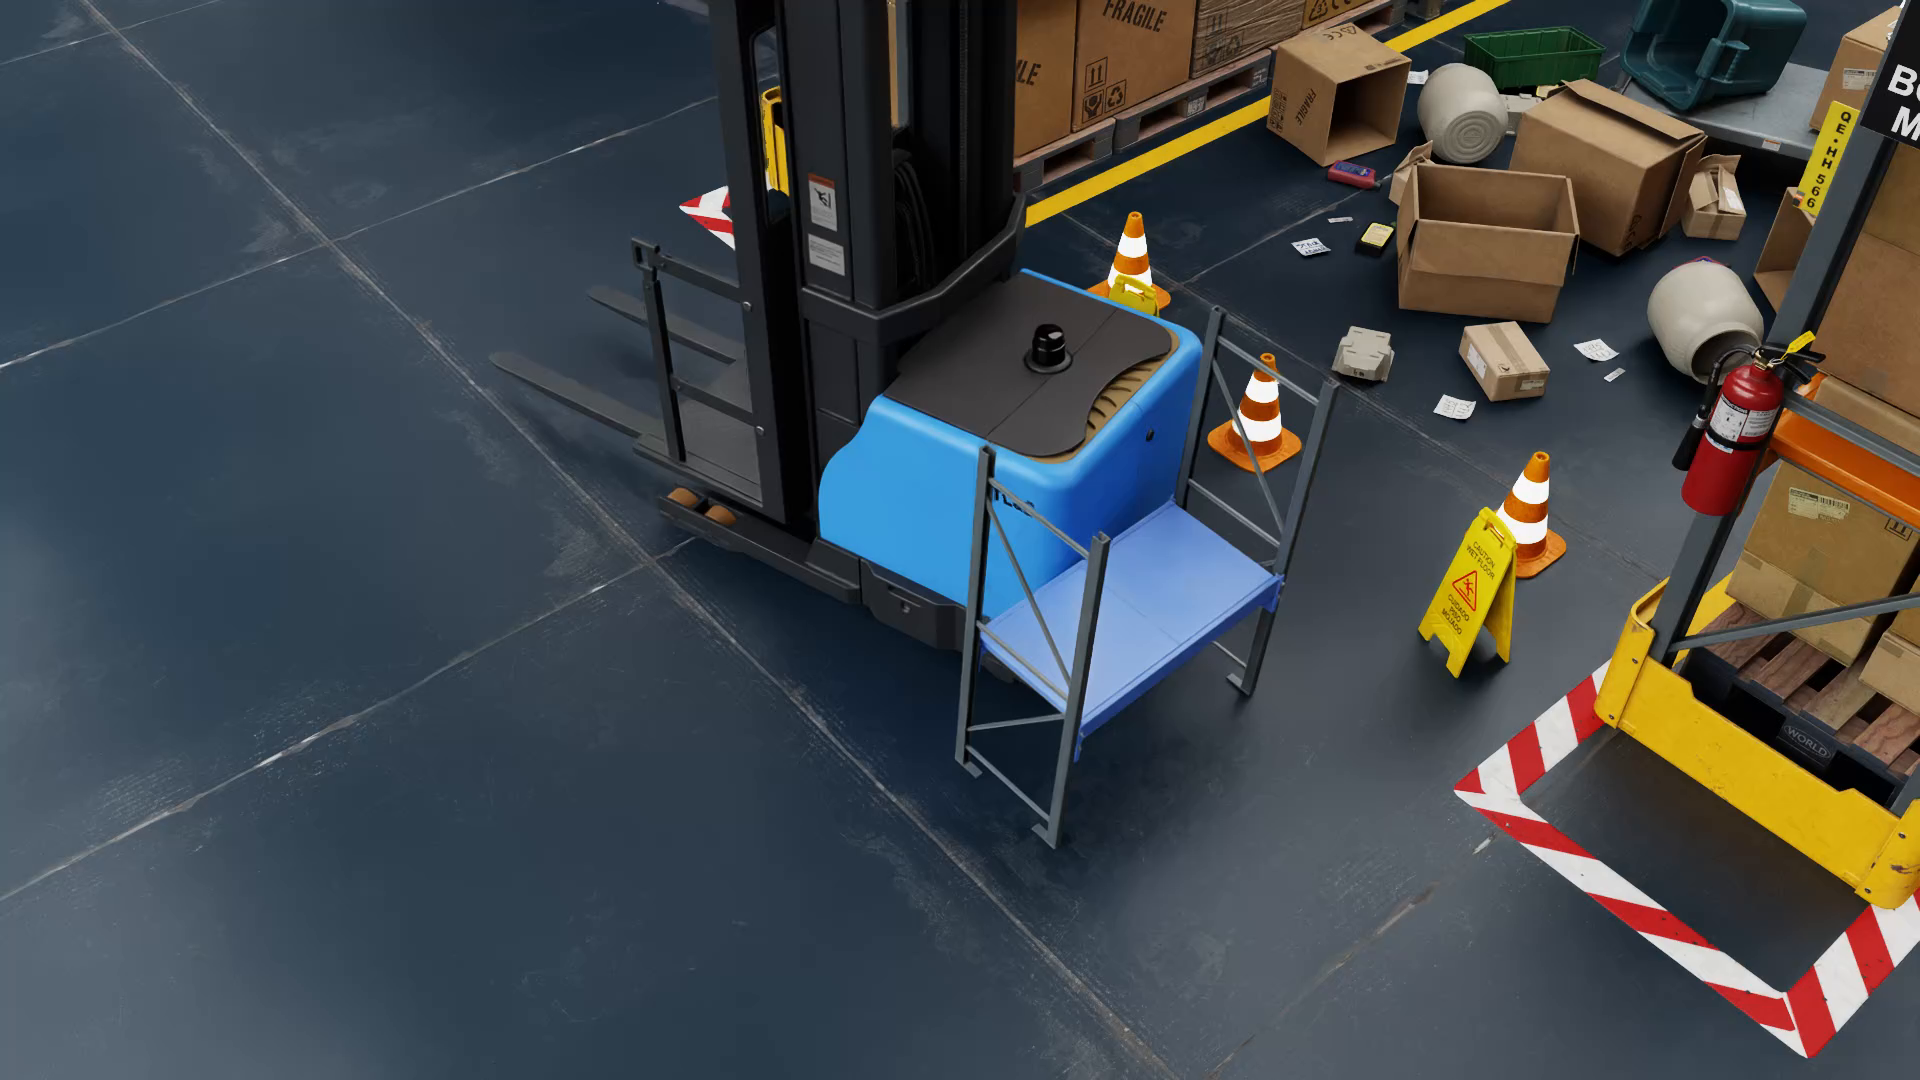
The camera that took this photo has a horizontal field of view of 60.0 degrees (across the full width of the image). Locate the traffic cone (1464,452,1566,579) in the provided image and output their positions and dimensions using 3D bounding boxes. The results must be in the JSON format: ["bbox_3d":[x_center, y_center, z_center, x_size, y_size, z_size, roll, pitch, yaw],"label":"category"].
[{"bbox_3d":[2.245,-0.153,6.574,0.334,0.463,0.336,-30,51,-28],"label":"traffic cone"}]

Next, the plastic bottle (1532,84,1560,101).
[{"bbox_3d":[3.314,-2.538,9.408,0.133,0.061,0.283,14,45,15],"label":"plastic bottle"}]

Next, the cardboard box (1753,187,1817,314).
[{"bbox_3d":[4.116,-1.302,7.769,0.500,0.500,0.500,0,43,0],"label":"cardboard box"}]

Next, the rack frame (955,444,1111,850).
[{"bbox_3d":[0.198,0.385,5.219,0.032,1.500,0.500,-32,56,-30],"label":"rack frame"}]

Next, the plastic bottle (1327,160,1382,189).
[{"bbox_3d":[2.090,-1.914,8.743,0.283,0.061,0.133,22,47,21],"label":"plastic bottle"}]

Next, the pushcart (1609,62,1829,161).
[{"bbox_3d":[4.310,-2.187,8.803,1.648,0.377,0.936,22,47,21],"label":"pushcart"}]

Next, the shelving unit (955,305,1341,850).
[{"bbox_3d":[0.571,0.149,5.471,1.048,1.500,0.538,-32,56,-30],"label":"shelving unit"}]

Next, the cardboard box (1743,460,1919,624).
[{"bbox_3d":[3.190,-0.124,5.845,0.500,0.500,0.500,-29,51,-28],"label":"cardboard box"}]

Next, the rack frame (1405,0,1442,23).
[{"bbox_3d":[2.558,-4.523,9.375,0.127,3.000,1.000,-30,51,-28],"label":"rack frame"}]

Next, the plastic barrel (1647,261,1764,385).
[{"bbox_3d":[3.356,-0.974,7.478,0.421,0.421,0.512,0,43,0],"label":"plastic barrel"}]

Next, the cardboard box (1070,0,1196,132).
[{"bbox_3d":[0.641,-2.865,8.854,0.875,0.875,0.875,-31,51,-28],"label":"cardboard box"}]

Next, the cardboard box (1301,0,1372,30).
[{"bbox_3d":[2.031,-3.662,9.703,0.875,0.875,0.875,-29,50,-27],"label":"cardboard box"}]

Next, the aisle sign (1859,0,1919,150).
[{"bbox_3d":[2.510,-1.284,4.027,0.004,0.787,0.394,-30,51,-28],"label":"aisle sign"}]

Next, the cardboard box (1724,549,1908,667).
[{"bbox_3d":[3.209,0.131,6.121,0.500,0.250,0.500,-30,51,-28],"label":"cardboard box"}]

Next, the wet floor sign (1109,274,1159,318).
[{"bbox_3d":[0.738,-0.855,7.189,0.267,0.644,0.232,30,51,28],"label":"wet floor sign"}]

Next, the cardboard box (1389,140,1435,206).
[{"bbox_3d":[2.421,-1.804,8.477,0.258,0.266,0.396,-21,47,-21],"label":"cardboard box"}]

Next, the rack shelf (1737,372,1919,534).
[{"bbox_3d":[4.277,-0.827,5.965,4.000,0.370,1.077,-30,51,-28],"label":"rack shelf"}]

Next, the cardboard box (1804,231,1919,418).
[{"bbox_3d":[2.983,-0.739,5.055,0.500,0.500,0.500,-31,51,-29],"label":"cardboard box"}]

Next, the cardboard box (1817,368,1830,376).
[{"bbox_3d":[3.016,-0.566,5.345,0.250,0.149,0.380,-30,51,-28],"label":"cardboard box"}]

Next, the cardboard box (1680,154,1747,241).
[{"bbox_3d":[3.809,-1.741,8.409,0.258,0.266,0.396,7,44,7],"label":"cardboard box"}]

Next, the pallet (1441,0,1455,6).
[{"bbox_3d":[3.101,-3.885,10.732,1.213,0.211,1.003,-30,51,-28],"label":"pallet"}]

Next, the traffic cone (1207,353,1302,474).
[{"bbox_3d":[1.272,-0.586,7.036,0.334,0.463,0.336,-30,51,-28],"label":"traffic cone"}]

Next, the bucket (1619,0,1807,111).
[{"bbox_3d":[3.933,-2.613,8.622,0.620,0.611,0.726,-6,43,-21],"label":"bucket"}]

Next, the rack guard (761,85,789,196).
[{"bbox_3d":[-0.529,-1.844,8.348,0.348,0.500,1.175,-30,51,-28],"label":"rack guard"}]

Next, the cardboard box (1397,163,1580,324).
[{"bbox_3d":[2.466,-1.402,7.875,0.797,0.503,0.637,7,44,7],"label":"cardboard box"}]

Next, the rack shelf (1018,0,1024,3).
[{"bbox_3d":[1.024,-3.382,8.686,4.000,0.370,1.077,-30,51,-28],"label":"rack shelf"}]

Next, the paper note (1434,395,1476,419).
[{"bbox_3d":[2.191,-0.589,7.355,0.148,0.019,0.142,22,47,21],"label":"paper note"}]

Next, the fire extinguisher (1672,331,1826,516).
[{"bbox_3d":[2.360,-0.375,5.014,0.183,0.674,0.296,-30,51,-28],"label":"fire extinguisher"}]

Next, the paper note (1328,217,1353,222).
[{"bbox_3d":[1.941,-1.634,8.483,0.123,0.001,0.032,-7,44,-7],"label":"paper note"}]

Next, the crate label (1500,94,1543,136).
[{"bbox_3d":[3.073,-2.344,9.146,0.298,0.136,0.250,7,44,7],"label":"crate label"}]

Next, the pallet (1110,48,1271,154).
[{"bbox_3d":[0.988,-2.675,9.444,1.213,0.211,1.003,-30,51,-28],"label":"pallet"}]

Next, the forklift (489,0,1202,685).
[{"bbox_3d":[-0.621,-1.316,6.010,3.031,2.935,1.130,25,48,24],"label":"forklift"}]

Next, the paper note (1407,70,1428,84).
[{"bbox_3d":[2.623,-2.670,9.570,0.147,0.020,0.142,7,44,7],"label":"paper note"}]
